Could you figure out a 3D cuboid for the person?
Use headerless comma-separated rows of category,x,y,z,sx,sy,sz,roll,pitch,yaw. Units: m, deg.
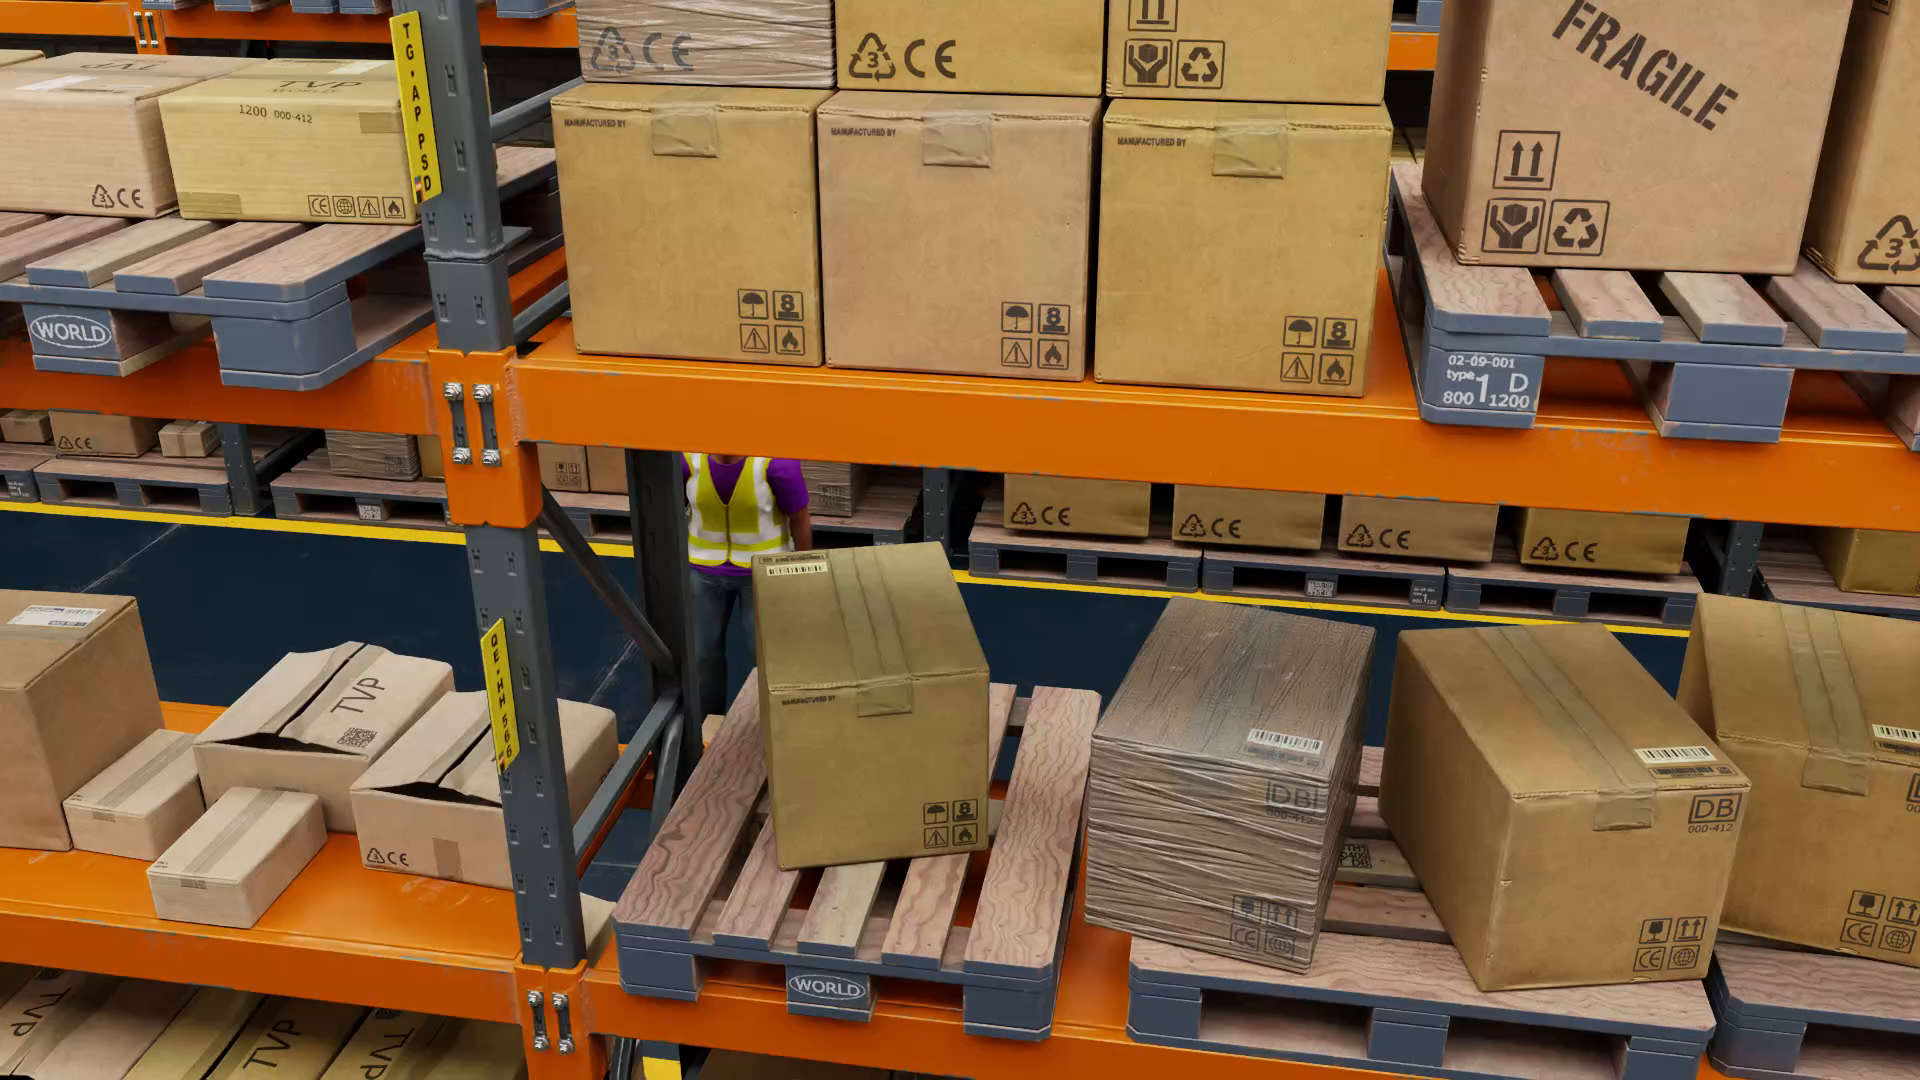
person,-0.921,0.127,6.809,0.637,1.761,0.456,3,25,7
